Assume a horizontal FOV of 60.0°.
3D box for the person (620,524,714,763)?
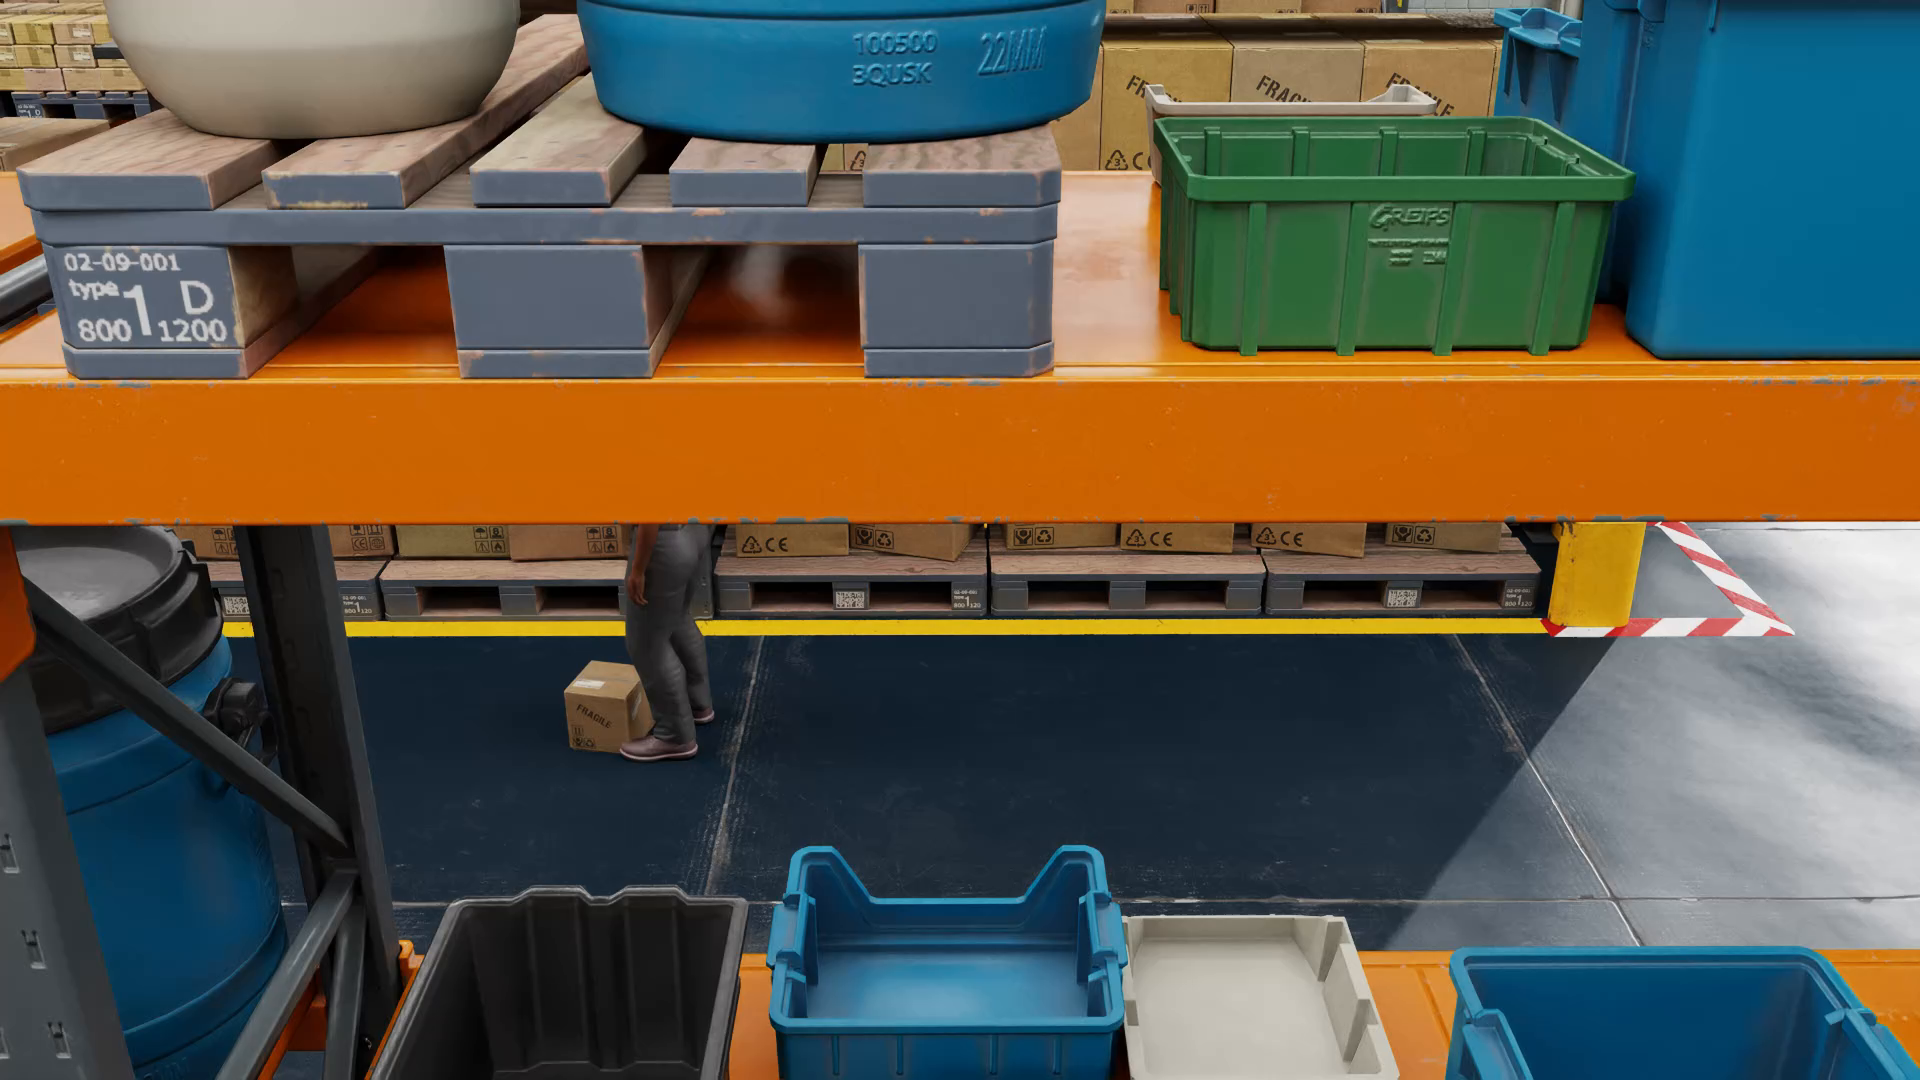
[{"bbox_3d":[-1.106,0.016,6.074,0.350,1.653,0.527,2,24,5],"label":"person"}]
